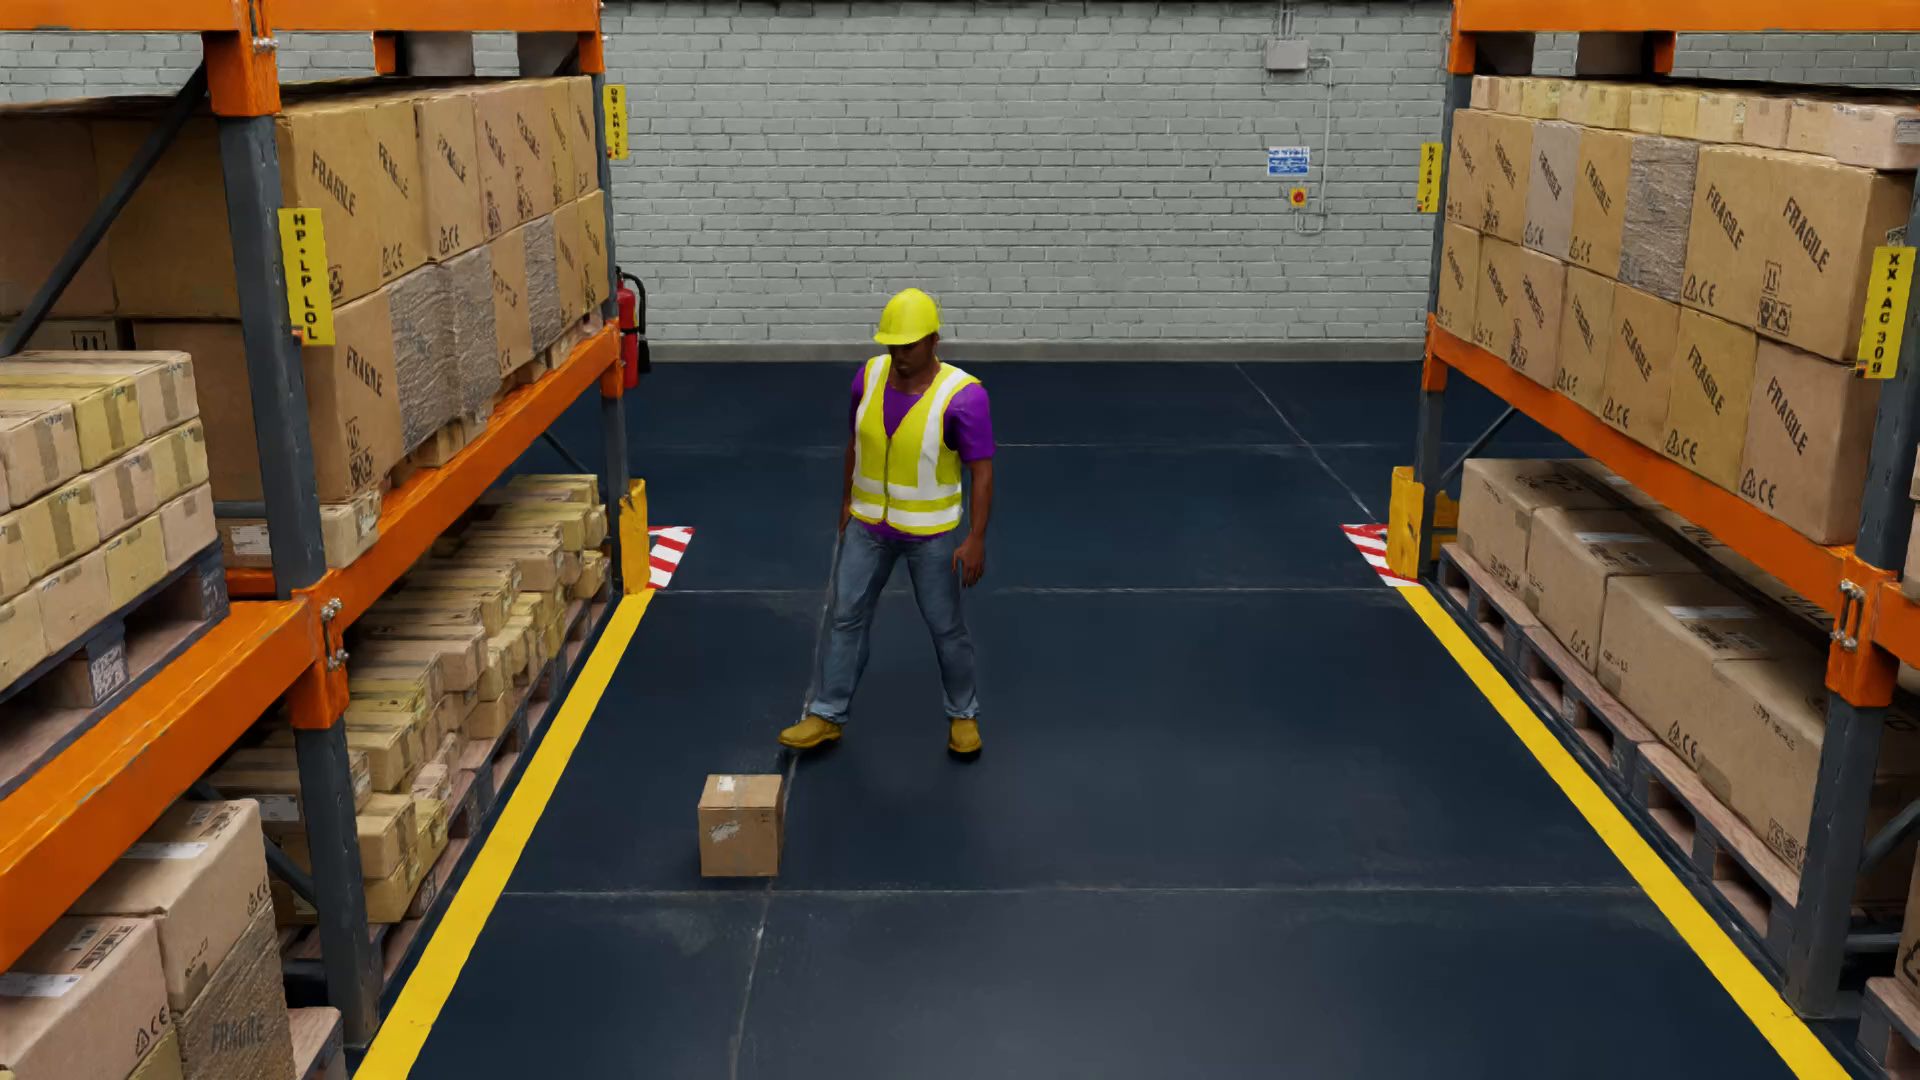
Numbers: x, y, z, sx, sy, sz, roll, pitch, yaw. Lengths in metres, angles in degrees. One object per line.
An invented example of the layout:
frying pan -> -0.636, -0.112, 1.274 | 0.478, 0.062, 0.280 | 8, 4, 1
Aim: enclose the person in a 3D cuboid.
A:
person -> -0.245, -0.051, 6.105 | 0.739, 1.753, 0.629 | 9, 19, 26
